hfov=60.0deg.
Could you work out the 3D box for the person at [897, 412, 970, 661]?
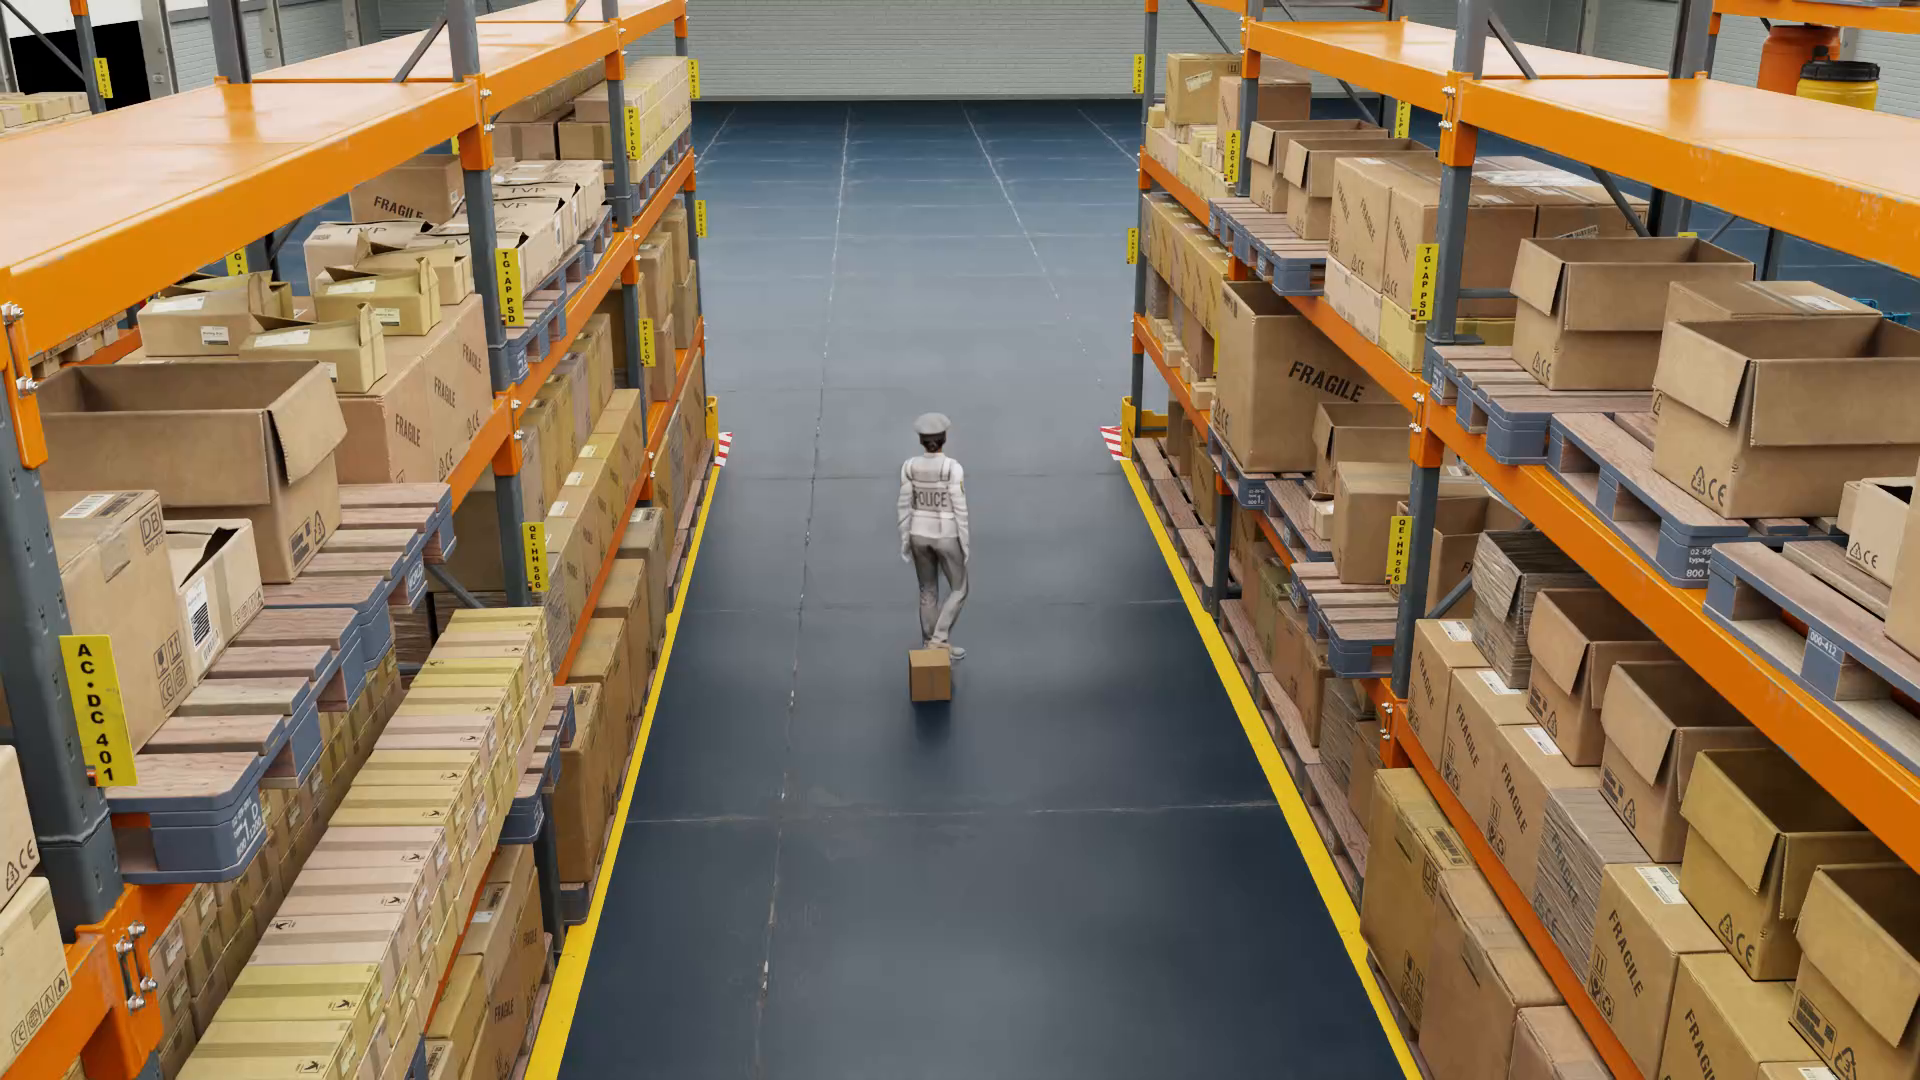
[{"bbox_3d":[-0.184,0.026,10.985,0.533,1.669,0.530,8,22,20],"label":"person"}]
